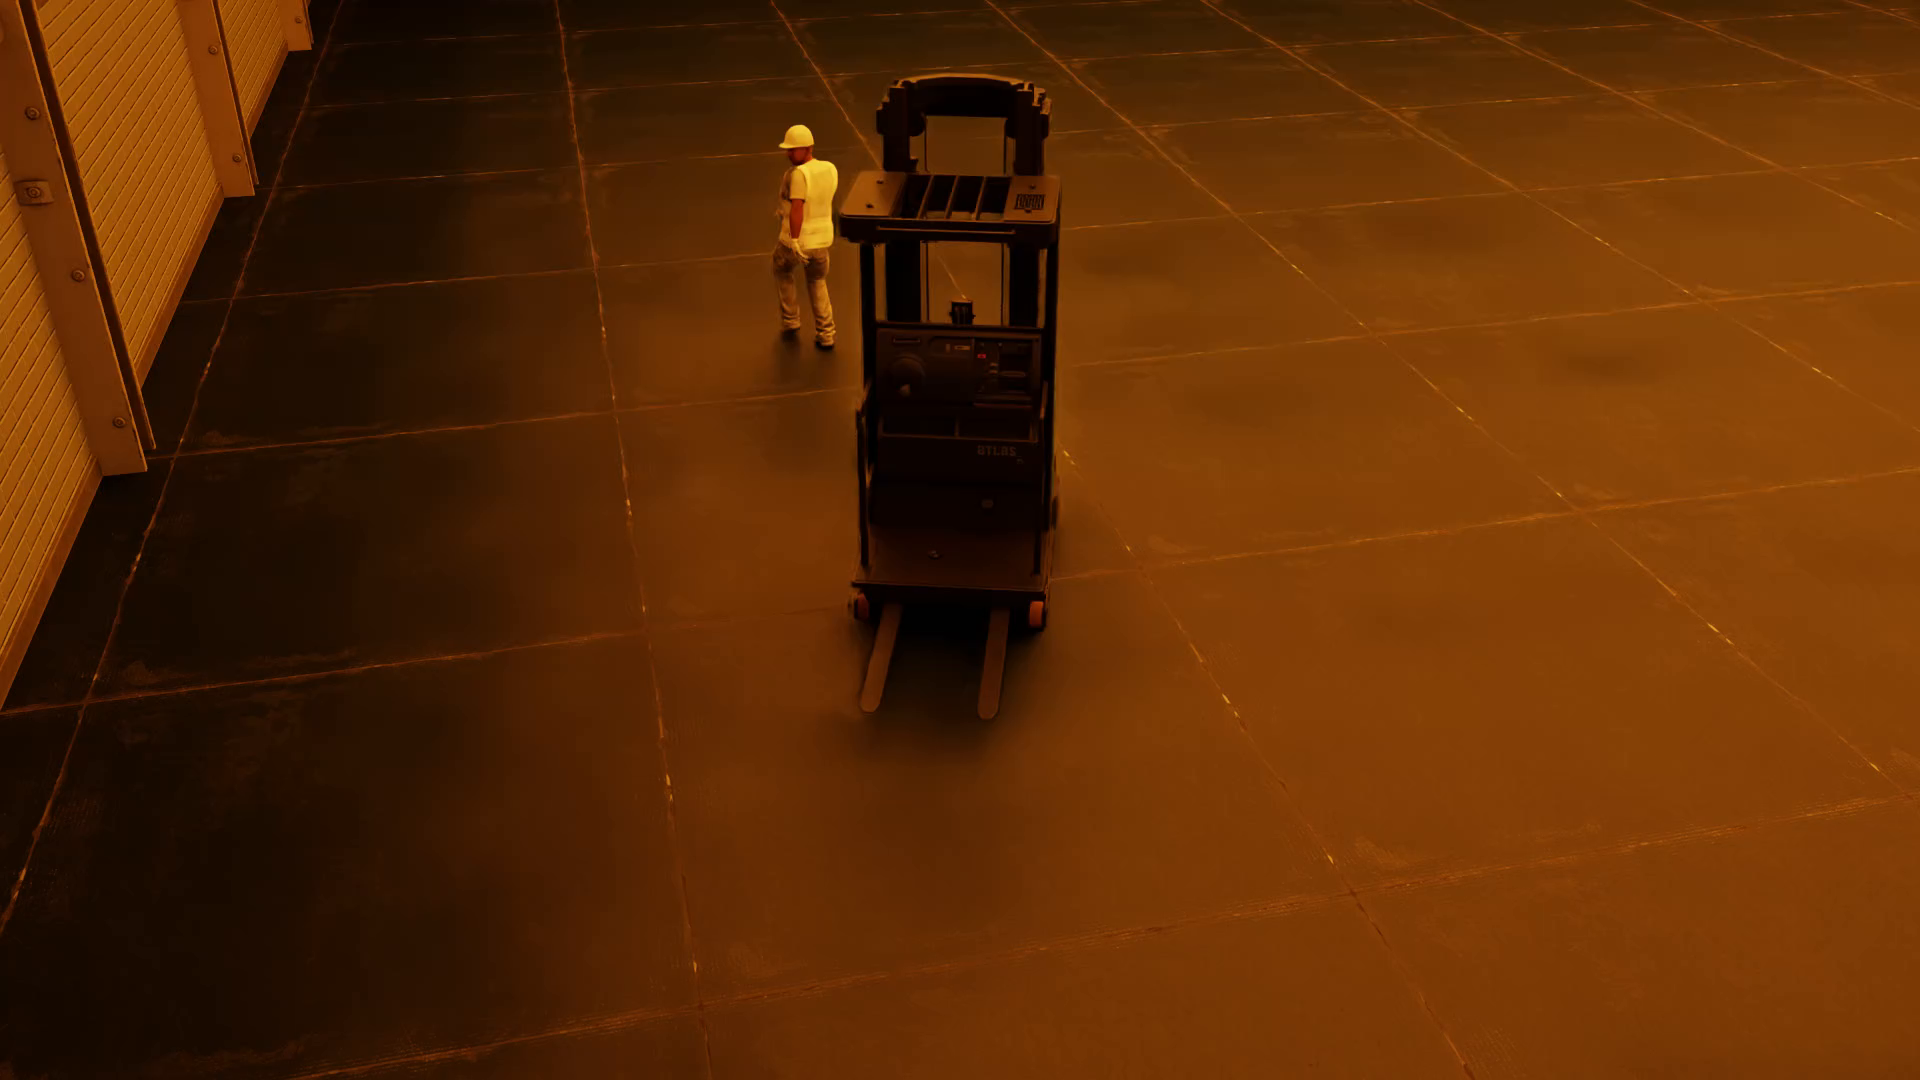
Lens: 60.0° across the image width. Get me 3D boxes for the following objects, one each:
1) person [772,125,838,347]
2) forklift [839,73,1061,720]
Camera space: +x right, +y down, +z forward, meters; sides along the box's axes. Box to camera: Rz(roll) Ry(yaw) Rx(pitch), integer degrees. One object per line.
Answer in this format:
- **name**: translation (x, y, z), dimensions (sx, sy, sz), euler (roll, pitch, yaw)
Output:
- **person**: translation (-1.171, -2.310, 12.828), dimensions (0.629, 1.769, 0.844), euler (-18, 35, -29)
- **forklift**: translation (-0.029, -0.932, 9.185), dimensions (1.130, 2.935, 3.031), euler (3, 30, 5)
